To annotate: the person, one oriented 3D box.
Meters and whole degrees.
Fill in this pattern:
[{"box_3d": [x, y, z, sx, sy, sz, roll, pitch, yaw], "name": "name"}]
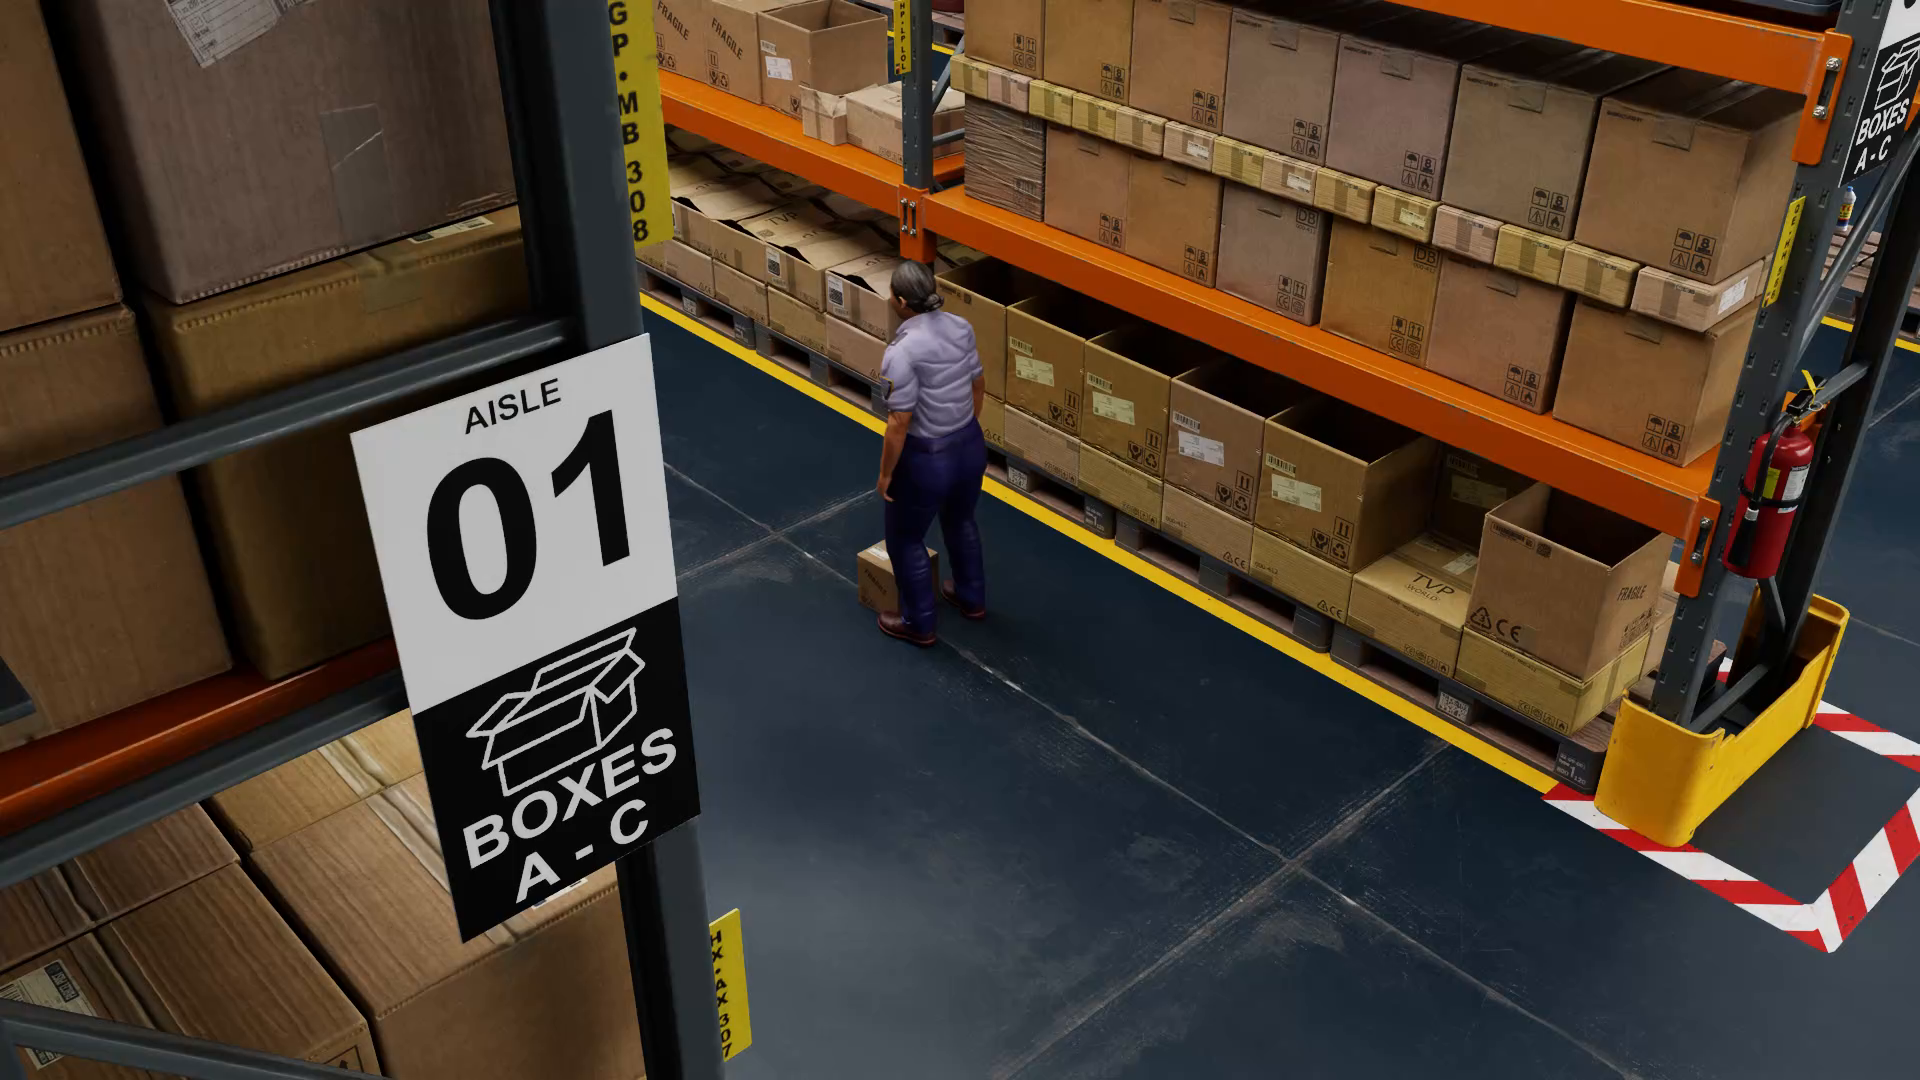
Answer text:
[{"box_3d": [-0.107, -0.340, 6.688, 0.374, 1.652, 0.564, 27, 41, 36], "name": "person"}]
